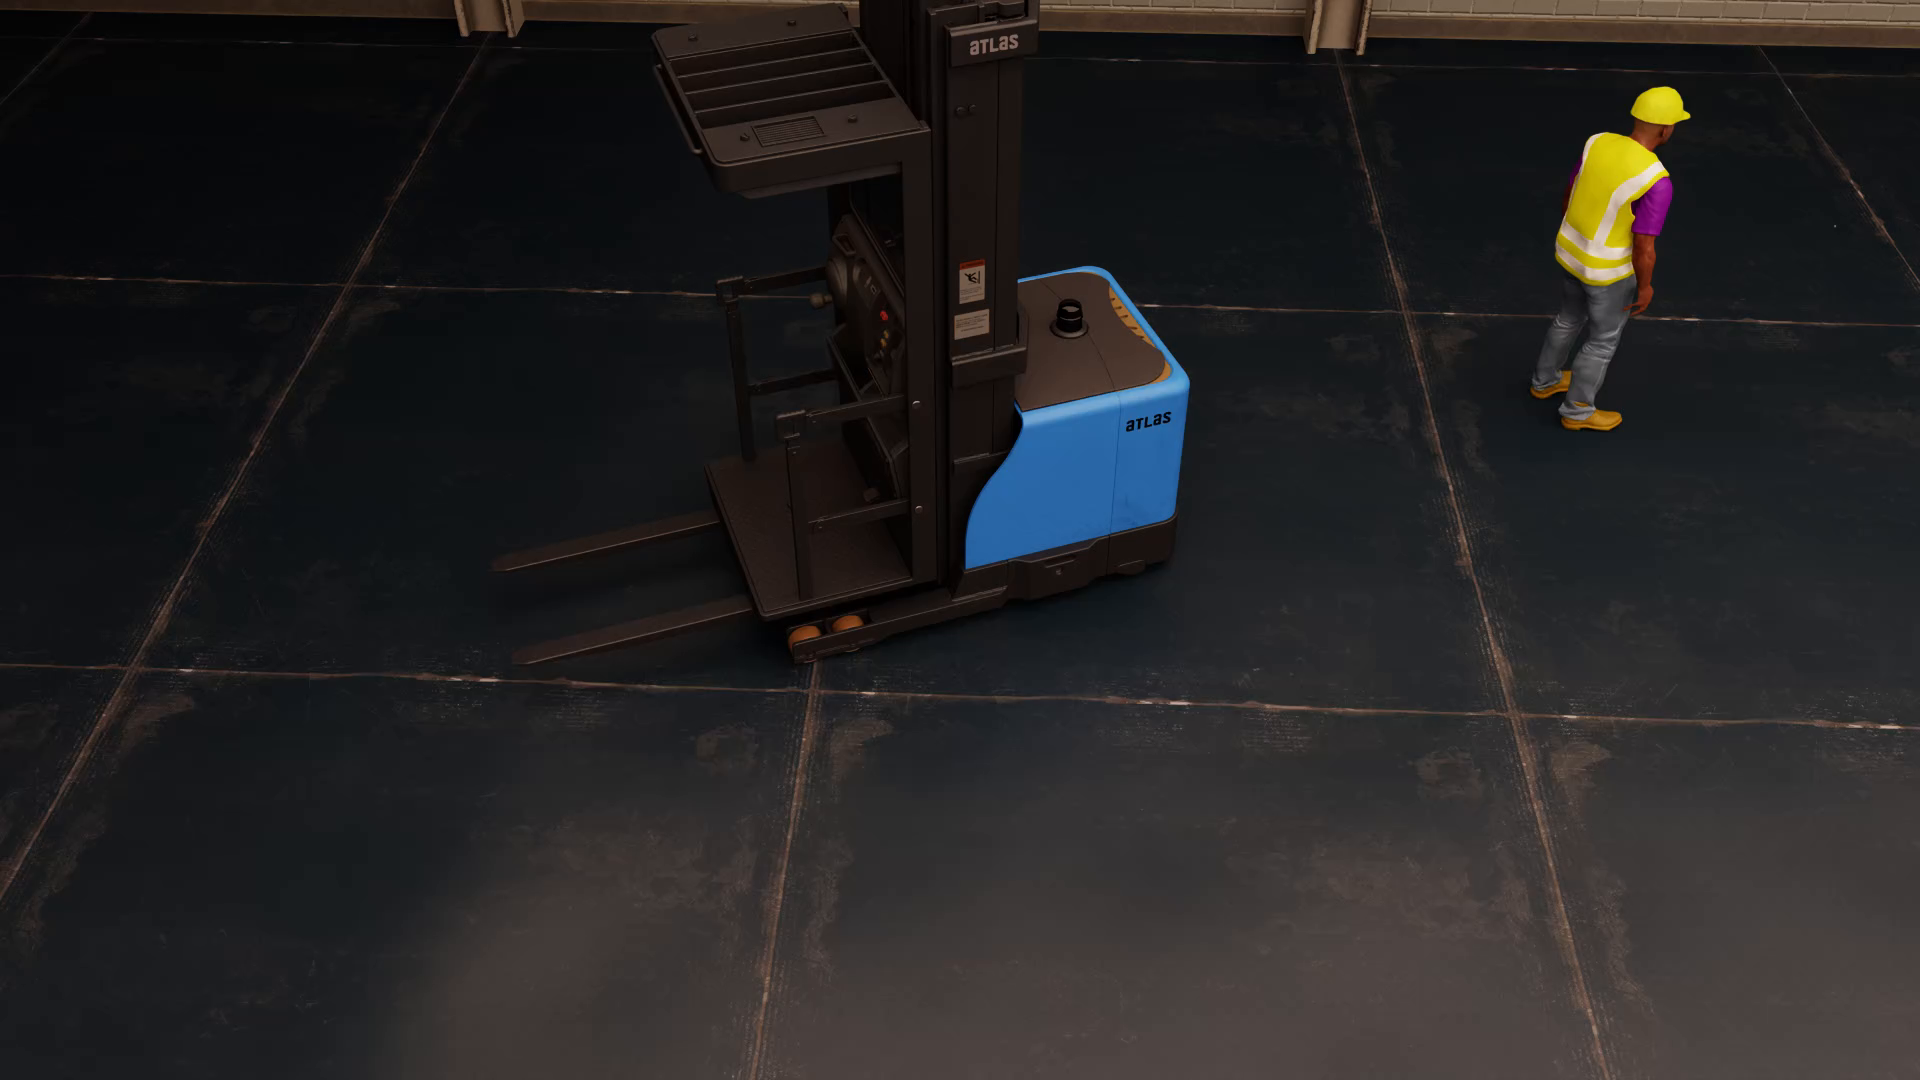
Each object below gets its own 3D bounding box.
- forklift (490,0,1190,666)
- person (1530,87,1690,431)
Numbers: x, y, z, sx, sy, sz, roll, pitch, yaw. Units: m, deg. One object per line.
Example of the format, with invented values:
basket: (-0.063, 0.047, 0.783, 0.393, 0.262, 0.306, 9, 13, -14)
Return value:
forklift: (-0.573, -0.945, 6.778, 3.031, 2.935, 1.130, -13, 44, -14)
person: (3.153, -1.372, 8.118, 0.462, 1.759, 0.632, -14, 44, -15)
